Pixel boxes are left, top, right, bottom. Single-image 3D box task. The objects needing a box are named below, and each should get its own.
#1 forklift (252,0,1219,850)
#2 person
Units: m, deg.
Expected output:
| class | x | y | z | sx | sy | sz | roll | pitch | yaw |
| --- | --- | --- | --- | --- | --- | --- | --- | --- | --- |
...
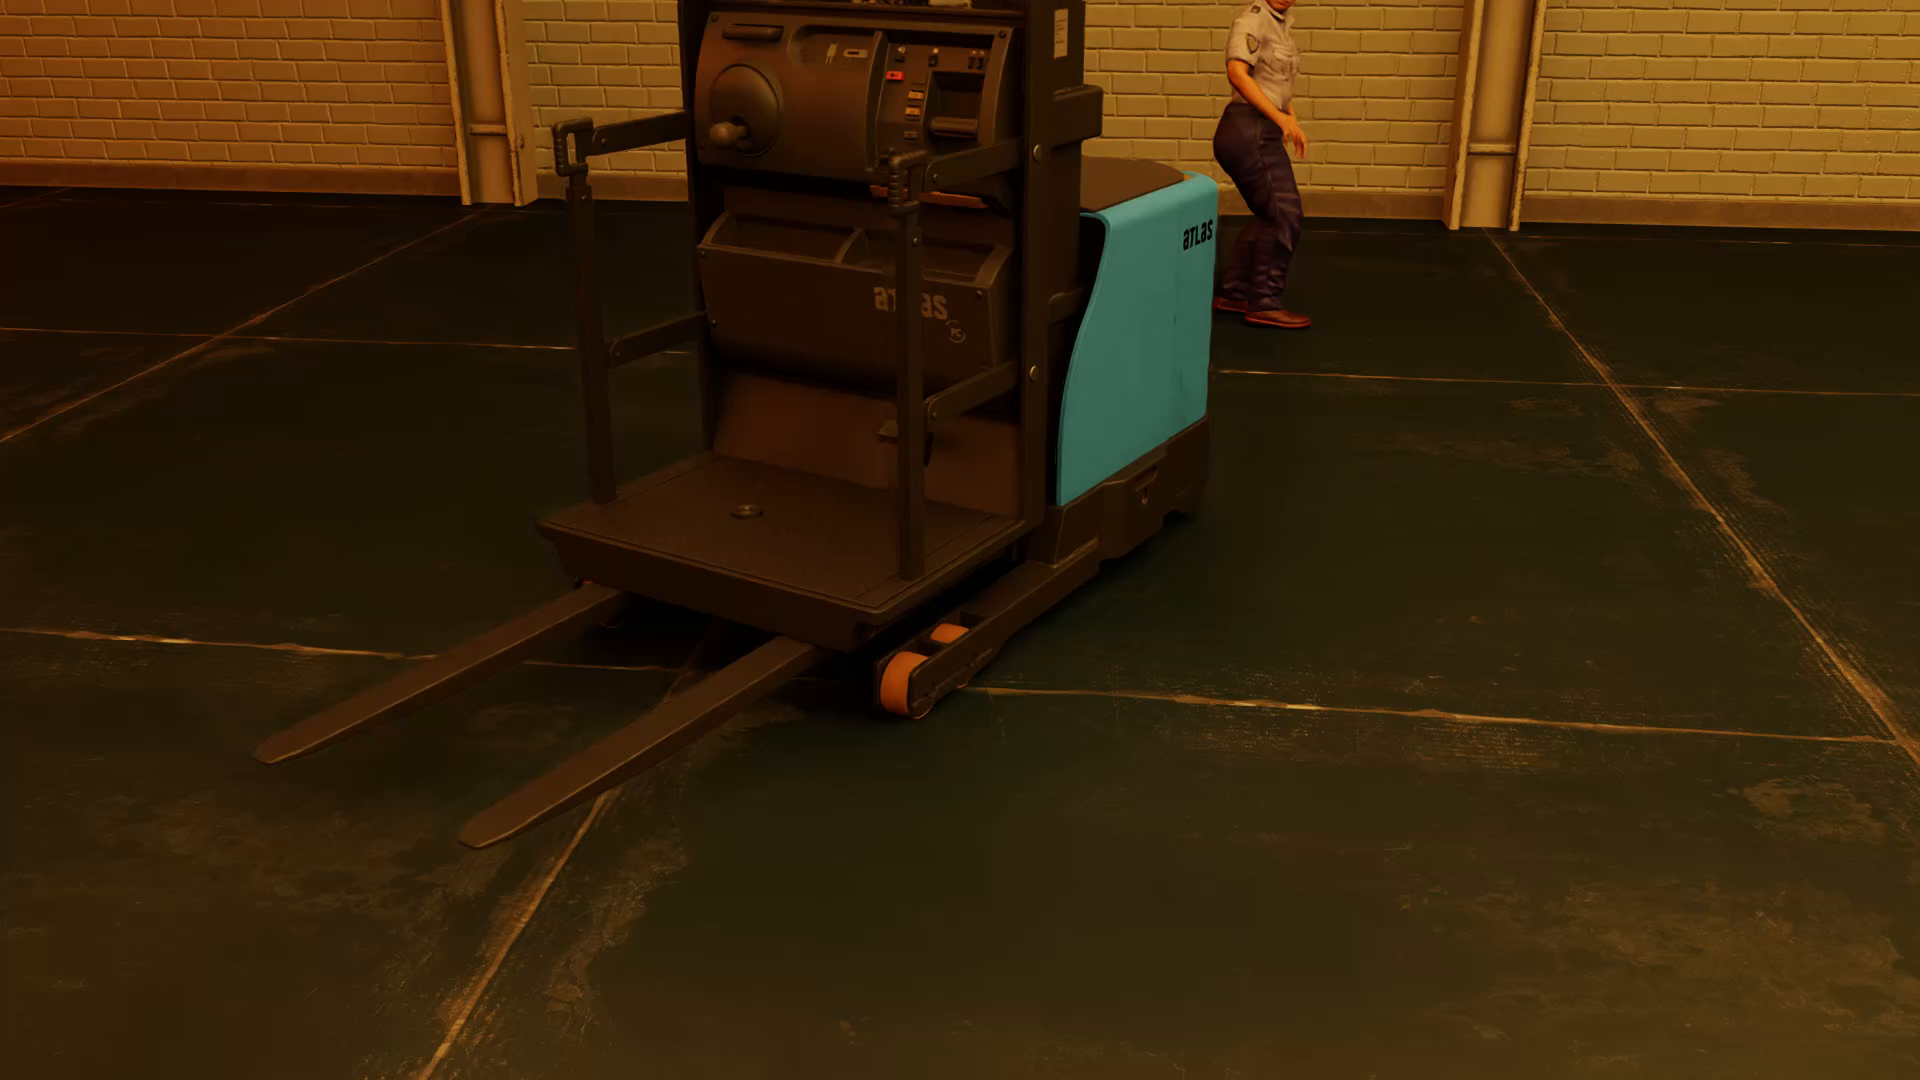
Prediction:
| class | x | y | z | sx | sy | sz | roll | pitch | yaw |
| --- | --- | --- | --- | --- | --- | --- | --- | --- | --- |
| forklift | -0.396 | -1.117 | 4.028 | 1.130 | 2.935 | 3.031 | 13 | 25 | 29 |
| person | 1.396 | -1.786 | 7.479 | 0.492 | 1.614 | 0.685 | 5 | 22 | 13 |
